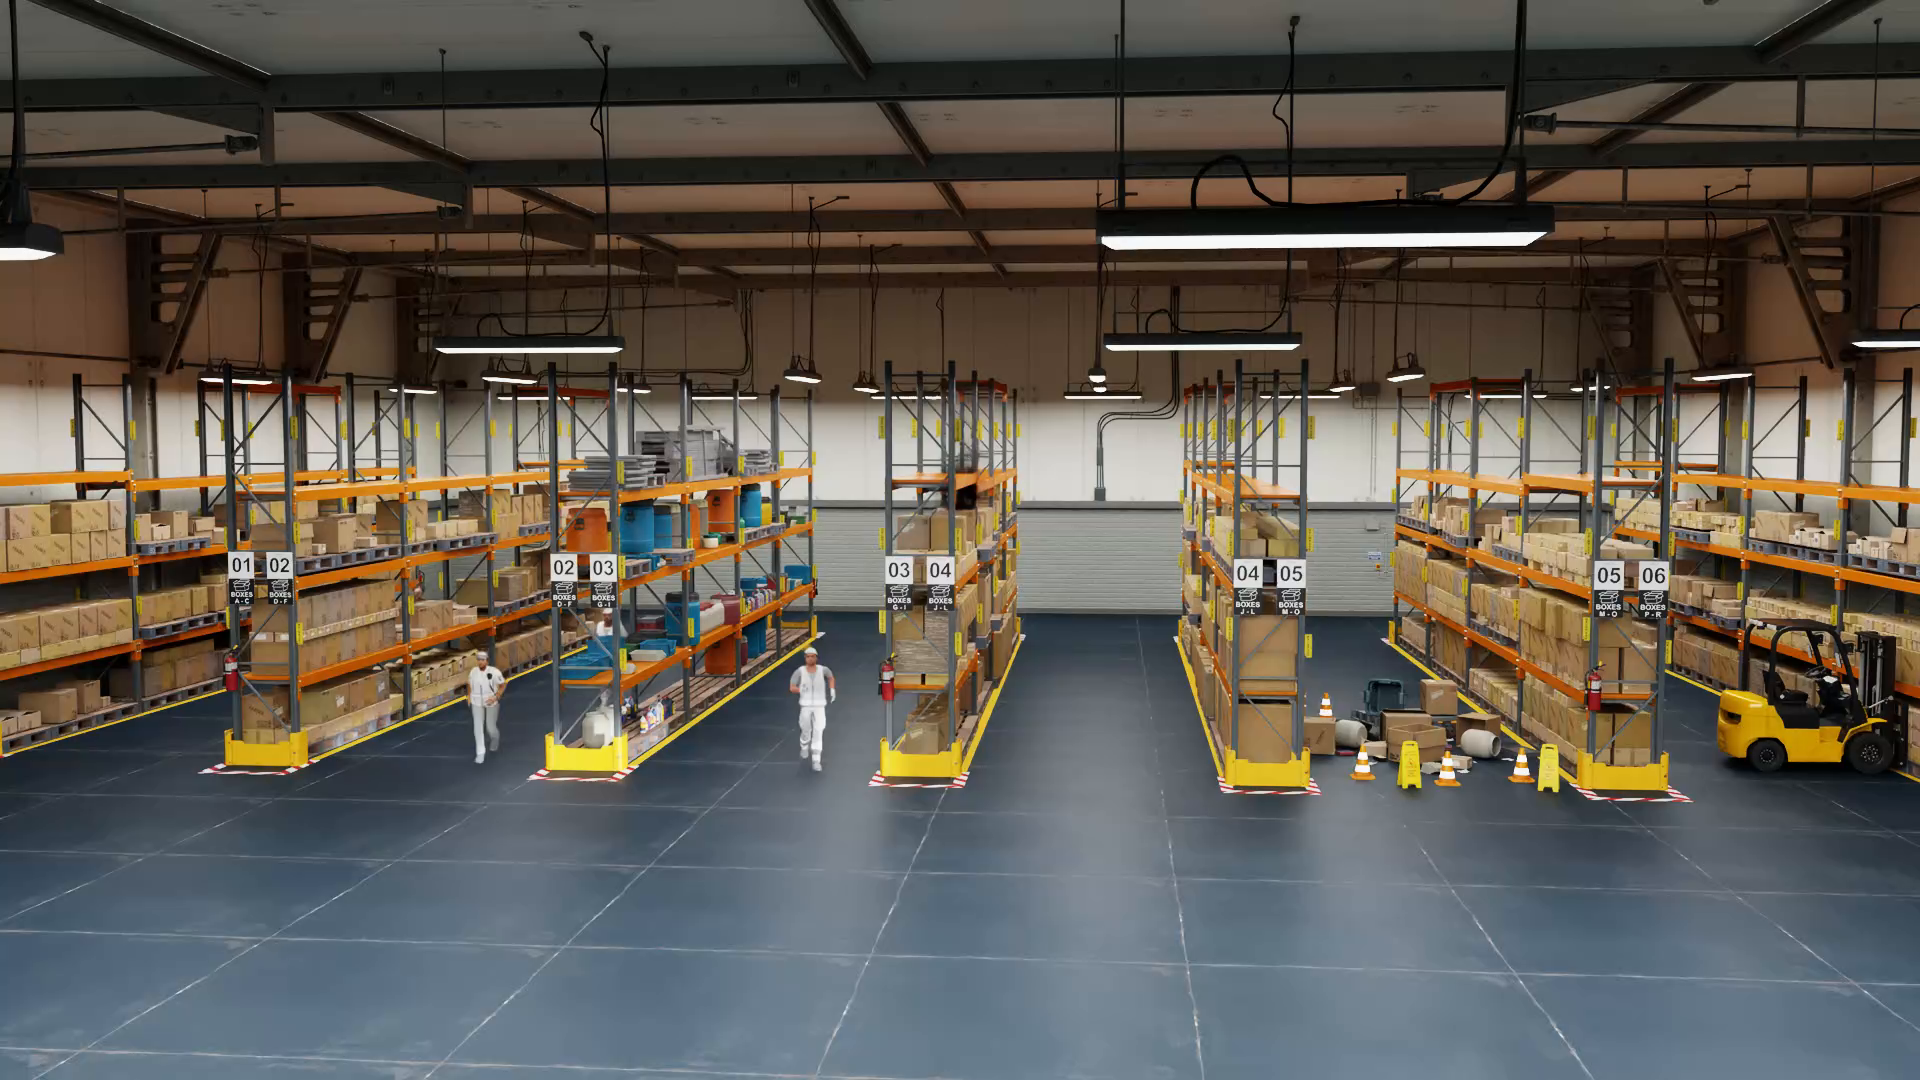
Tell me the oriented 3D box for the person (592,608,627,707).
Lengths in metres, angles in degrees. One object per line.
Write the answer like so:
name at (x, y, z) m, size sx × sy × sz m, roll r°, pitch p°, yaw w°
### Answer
person at (-6.388, 2.112, 30.284) m, size 0.705 × 1.773 × 0.879 m, roll 0°, pitch 4°, yaw 3°

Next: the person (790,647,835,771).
person at (-2.187, 2.474, 24.670) m, size 0.674 × 1.744 × 1.064 m, roll 0°, pitch 4°, yaw -5°

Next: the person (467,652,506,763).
person at (-7.215, 2.521, 25.363) m, size 0.608 × 1.679 × 0.731 m, roll 0°, pitch 4°, yaw -2°

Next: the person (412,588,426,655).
person at (-11.177, 1.883, 34.376) m, size 0.718 × 1.705 × 0.833 m, roll 0°, pitch 4°, yaw 0°
